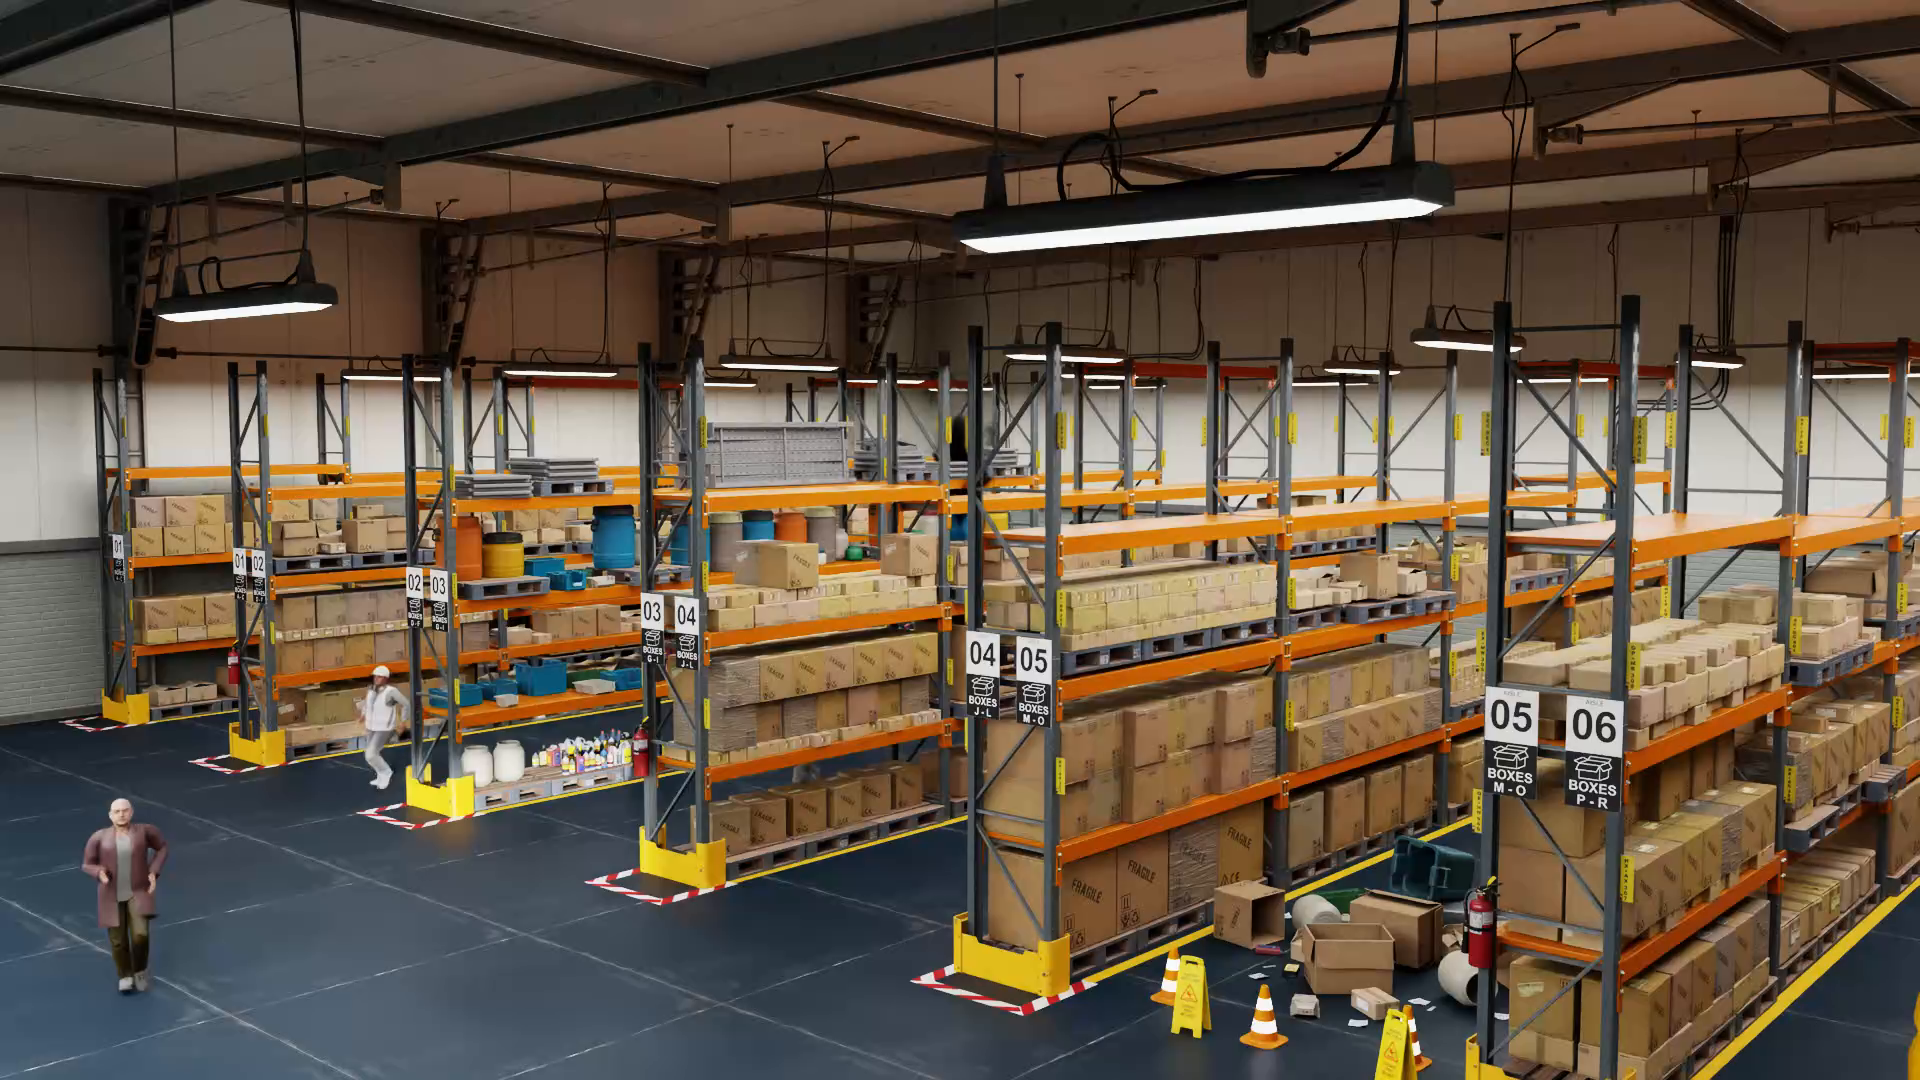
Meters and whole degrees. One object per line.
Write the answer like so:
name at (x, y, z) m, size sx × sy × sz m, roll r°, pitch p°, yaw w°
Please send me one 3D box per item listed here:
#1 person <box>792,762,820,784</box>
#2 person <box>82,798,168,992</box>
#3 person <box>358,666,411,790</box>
person at (-2.139, 2.658, 22.551) m, size 0.616 × 1.692 × 0.901 m, roll 2°, pitch 5°, yaw 30°
person at (-7.440, 3.197, 14.839) m, size 0.694 × 1.765 × 0.675 m, roll -2°, pitch 5°, yaw -24°
person at (-8.016, 2.604, 23.037) m, size 0.710 × 1.739 × 0.624 m, roll 2°, pitch 5°, yaw 27°
